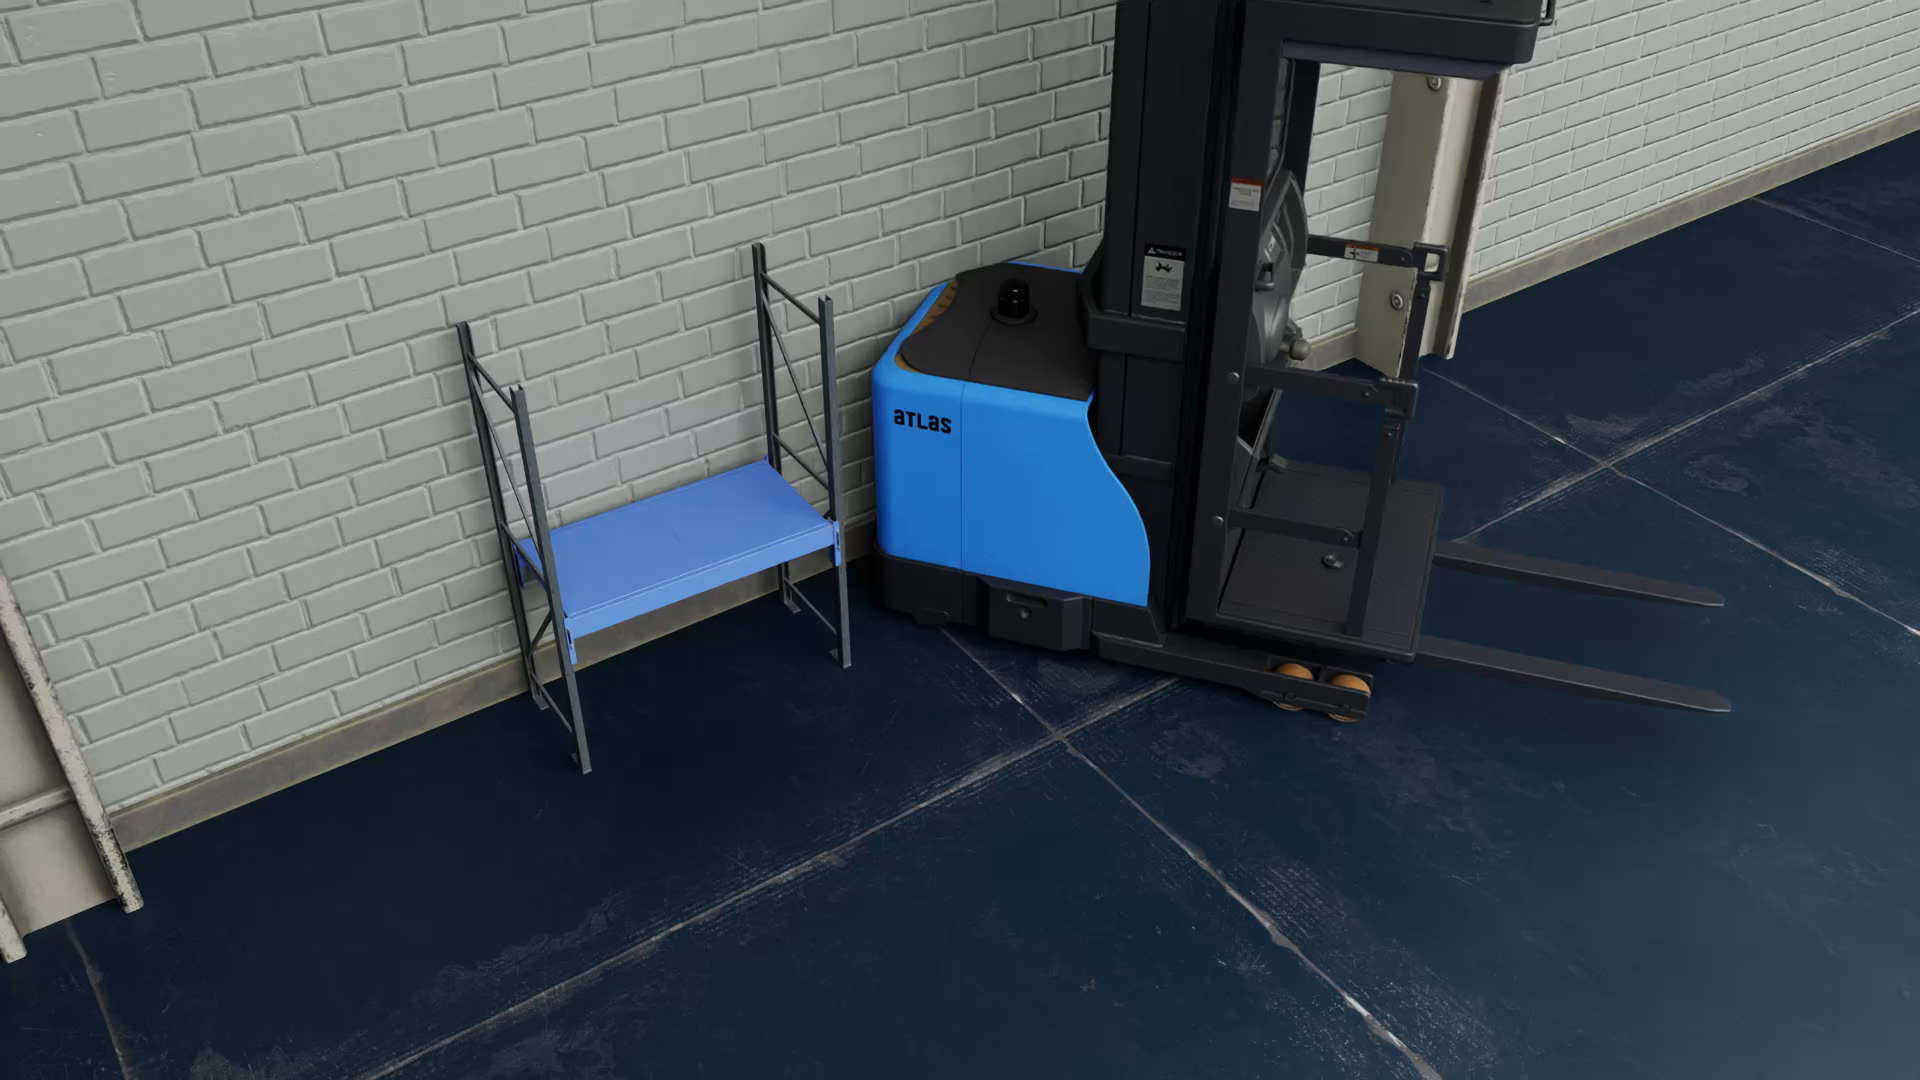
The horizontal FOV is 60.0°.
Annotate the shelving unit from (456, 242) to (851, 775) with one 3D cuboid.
[{"bbox_3d":[-0.975,-0.101,5.606,1.048,1.500,0.538,-21,41,-26],"label":"shelving unit"}]

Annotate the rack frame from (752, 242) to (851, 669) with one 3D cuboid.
[{"bbox_3d":[-0.549,-0.263,5.832,0.032,1.500,0.500,-21,41,-26],"label":"rack frame"}]

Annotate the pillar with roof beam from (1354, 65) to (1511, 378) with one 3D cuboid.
[{"bbox_3d":[4.600,-2.486,2.499,0.400,9.000,9.100,-22,41,-28],"label":"pillar with roof beam"}]

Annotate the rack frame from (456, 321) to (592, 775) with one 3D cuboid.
[{"bbox_3d":[-1.401,0.061,5.381,0.032,1.500,0.500,-21,41,-26],"label":"rack frame"}]

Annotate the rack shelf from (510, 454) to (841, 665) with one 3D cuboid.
[{"bbox_3d":[-0.975,0.045,5.712,1.000,0.185,0.538,-21,41,-26],"label":"rack shelf"}]

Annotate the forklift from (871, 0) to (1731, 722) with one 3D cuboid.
[{"bbox_3d":[1.251,-0.899,5.489,3.031,2.935,1.130,11,37,15],"label":"forklift"}]
